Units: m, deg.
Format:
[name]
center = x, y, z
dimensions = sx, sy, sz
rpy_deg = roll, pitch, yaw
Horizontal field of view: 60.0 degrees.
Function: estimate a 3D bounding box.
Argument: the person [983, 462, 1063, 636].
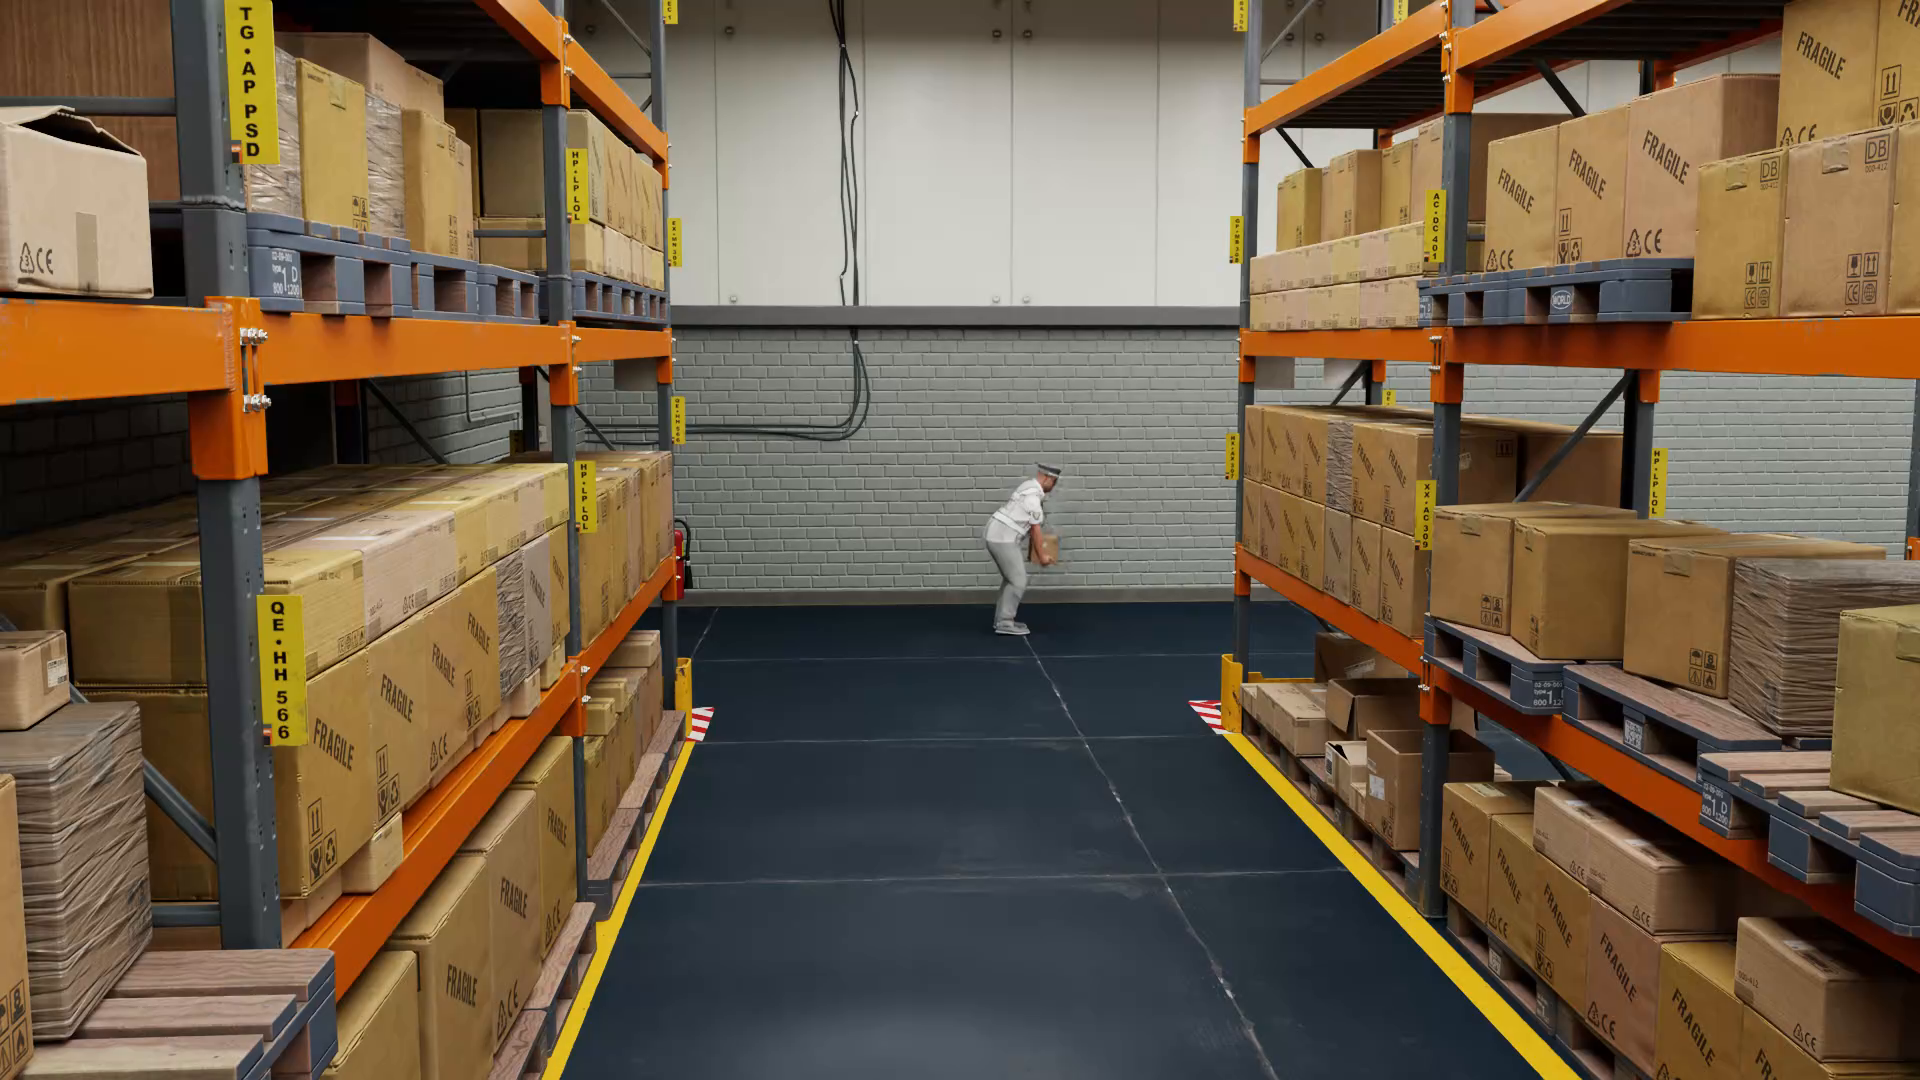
[person]
center = 0.594, 0.075, 15.700
dimensions = 0.748, 1.614, 0.486
rpy_deg = -1, 7, -5
